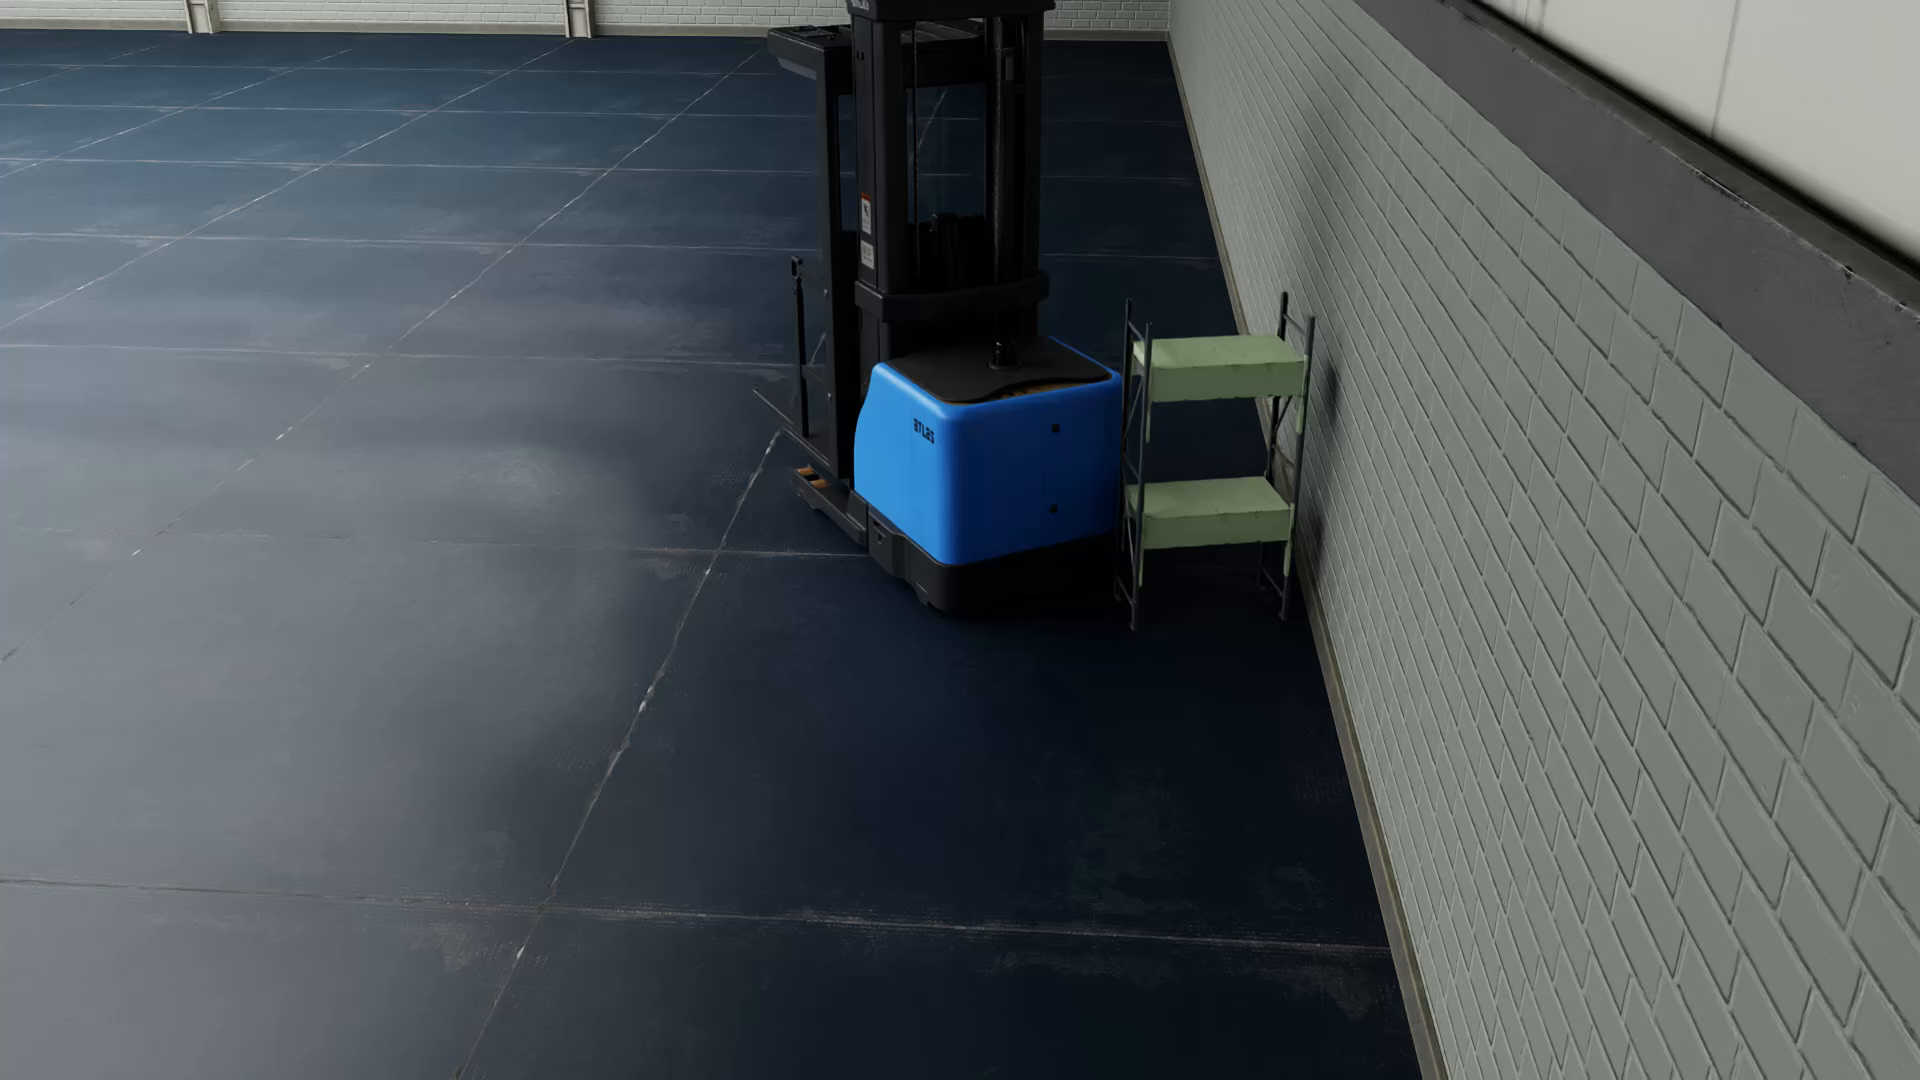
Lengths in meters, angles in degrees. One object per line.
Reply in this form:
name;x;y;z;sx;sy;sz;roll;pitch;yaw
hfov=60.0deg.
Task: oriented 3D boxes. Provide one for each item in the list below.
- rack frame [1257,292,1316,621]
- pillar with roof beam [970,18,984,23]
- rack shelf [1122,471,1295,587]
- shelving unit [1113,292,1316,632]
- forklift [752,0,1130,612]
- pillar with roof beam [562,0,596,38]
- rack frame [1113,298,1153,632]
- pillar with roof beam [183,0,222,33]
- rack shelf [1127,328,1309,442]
rack frame;1.518;-0.378;7.777;0.023;1.500;0.400;-4;25;-8
pillar with roof beam;-0.184;-9.872;19.438;0.400;9.000;9.100;2;25;4
rack shelf;1.156;-0.059;7.864;0.720;0.370;0.431;-4;25;-8
shelving unit;1.156;-0.355;7.728;0.755;1.500;0.431;-4;25;-8
forklift;-0.296;-1.572;8.661;1.130;2.935;3.031;-12;27;-25
pillar with roof beam;-6.166;-10.064;19.856;0.400;9.000;9.100;2;25;4
rack frame;0.794;-0.333;7.679;0.023;1.500;0.400;-4;25;-8
pillar with roof beam;-12.148;-10.256;20.273;0.400;9.000;9.100;2;25;4
rack shelf;1.156;-0.710;7.565;0.720;0.370;0.431;-4;25;-8
